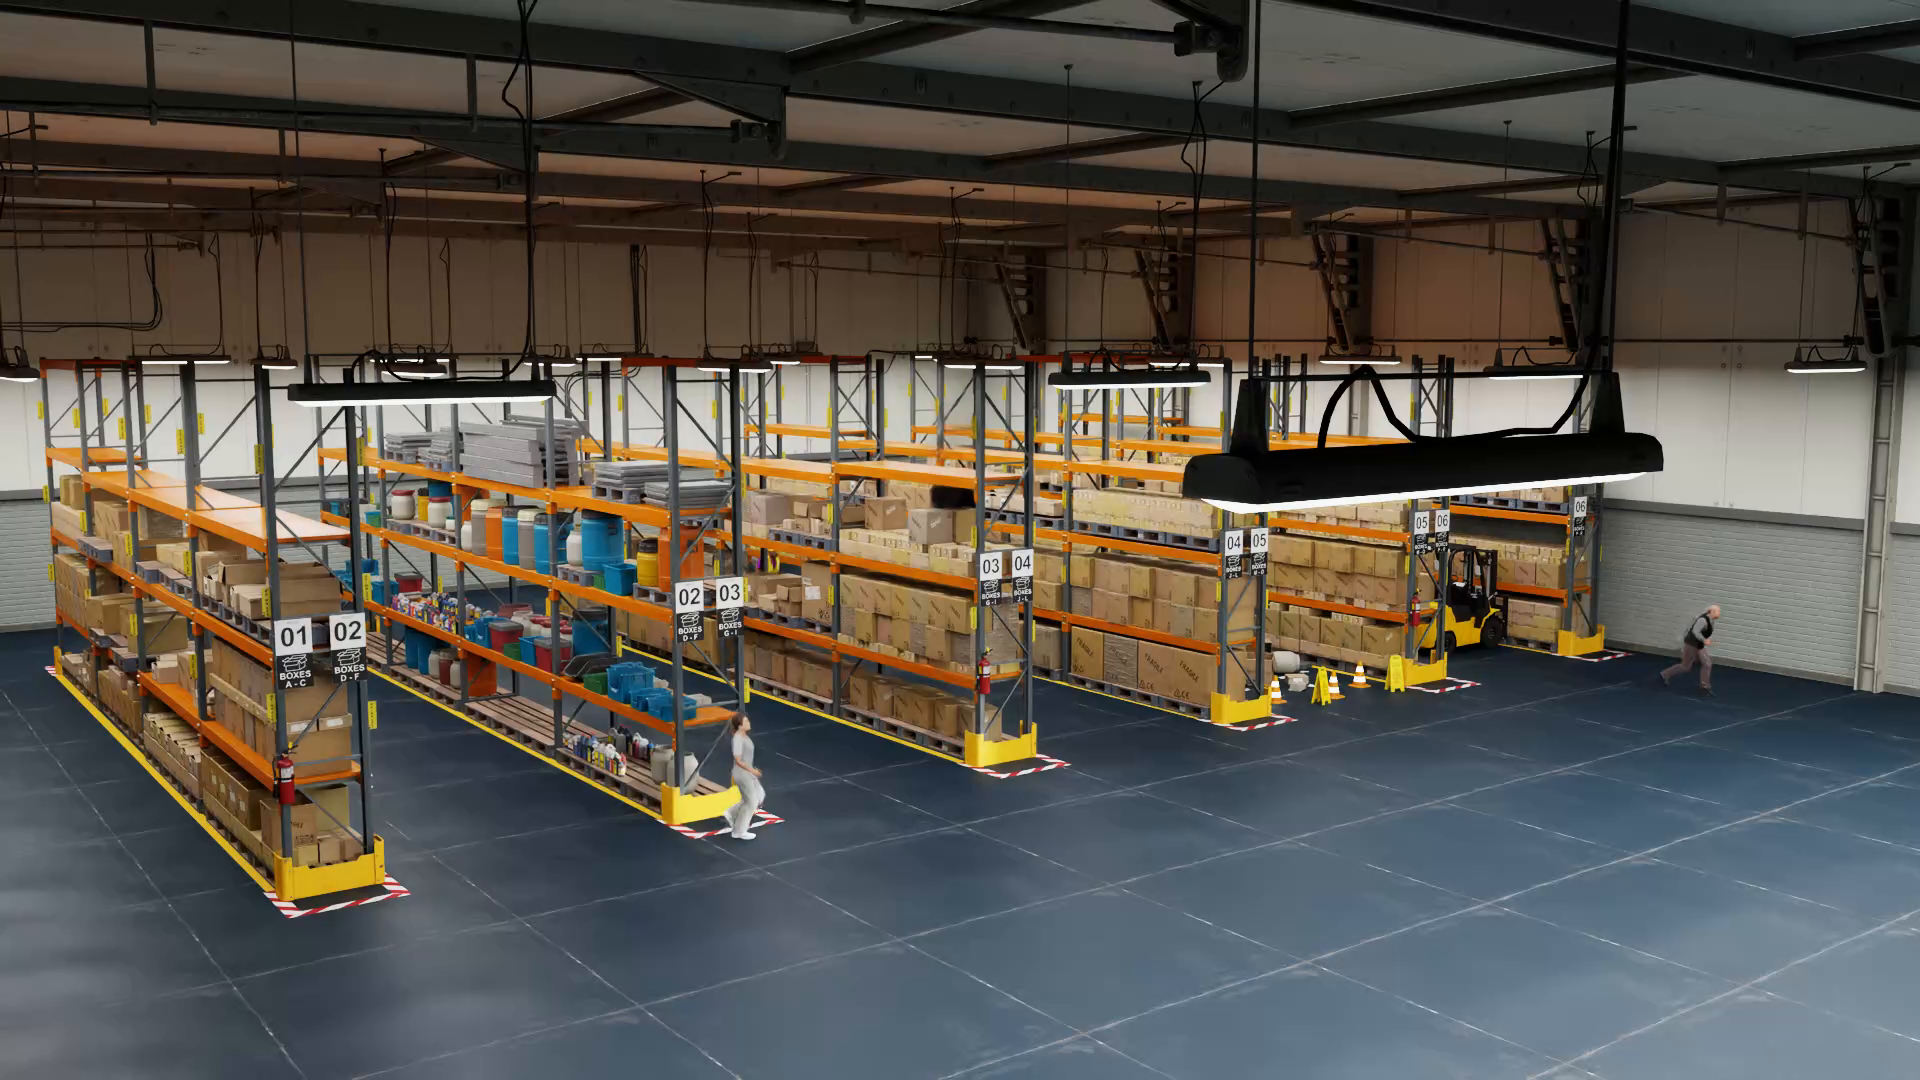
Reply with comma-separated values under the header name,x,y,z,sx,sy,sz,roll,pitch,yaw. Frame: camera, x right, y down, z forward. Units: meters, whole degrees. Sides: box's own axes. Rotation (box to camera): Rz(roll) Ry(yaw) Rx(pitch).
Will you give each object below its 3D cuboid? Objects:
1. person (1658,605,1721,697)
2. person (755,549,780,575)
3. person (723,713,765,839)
name,x,y,z,sx,sy,sz,roll,pitch,yaw
person,13.111,1.955,29.871,1.008,1.678,0.696,5,8,35
person,-4.363,0.970,37.707,0.701,1.752,0.994,-5,9,-37
person,-2.756,2.996,21.154,0.532,1.633,0.571,-1,7,-5
